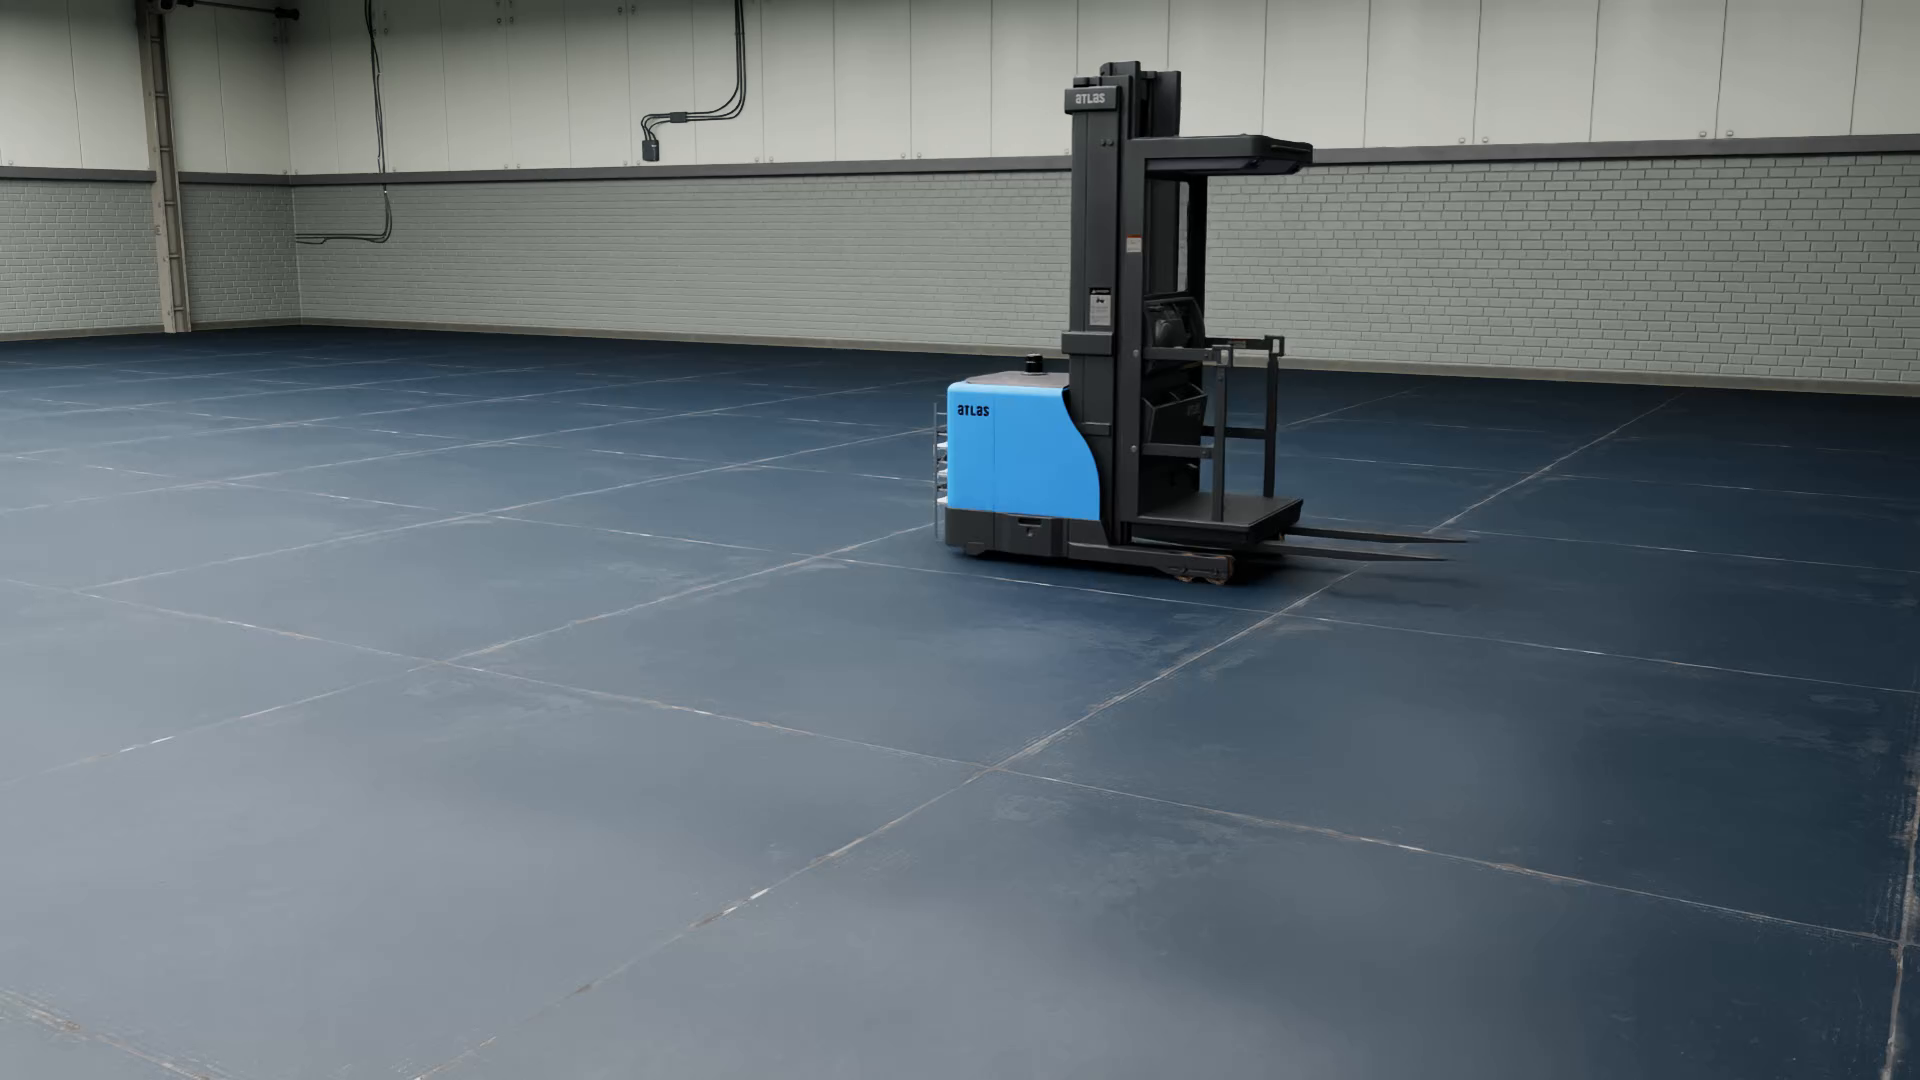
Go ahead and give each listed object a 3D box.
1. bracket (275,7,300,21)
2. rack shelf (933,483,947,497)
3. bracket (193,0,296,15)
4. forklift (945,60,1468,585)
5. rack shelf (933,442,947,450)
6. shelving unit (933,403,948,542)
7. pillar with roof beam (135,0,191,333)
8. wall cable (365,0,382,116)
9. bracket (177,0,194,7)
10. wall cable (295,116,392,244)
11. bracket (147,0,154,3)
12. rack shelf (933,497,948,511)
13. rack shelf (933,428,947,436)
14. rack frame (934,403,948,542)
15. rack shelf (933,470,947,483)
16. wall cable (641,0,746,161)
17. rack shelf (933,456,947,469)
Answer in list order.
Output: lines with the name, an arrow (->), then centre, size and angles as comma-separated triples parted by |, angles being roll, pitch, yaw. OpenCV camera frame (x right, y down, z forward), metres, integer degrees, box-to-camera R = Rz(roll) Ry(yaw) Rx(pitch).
bracket -> -13.688, -10.705, 33.811 | 0.235, 0.232, 0.430 | 6, 12, 31
rack shelf -> -0.012, -0.320, 10.804 | 0.258, 0.077, 0.200 | 6, 12, 28
bracket -> -13.994, -10.612, 33.315 | 0.076, 0.066, 3.189 | 6, 12, 31
forklift -> 1.457, -1.296, 9.826 | 3.031, 2.935, 1.130 | 5, 12, 27
rack shelf -> -0.012, -0.586, 10.755 | 0.258, 0.077, 0.200 | 6, 12, 28
shelving unit -> -0.012, -0.442, 10.782 | 0.258, 0.900, 0.210 | 6, 12, 28
pillar with roof beam -> -11.758, -8.120, 29.787 | 9.100, 9.000, 0.548 | 6, 12, 31
wall cable -> -10.465, -9.566, 32.224 | 3.097, 2.526, 0.112 | 6, 12, 31
bracket -> -14.918, -10.332, 31.820 | 0.235, 0.232, 0.430 | 6, 12, 31
wall cable -> -12.777, -7.342, 34.070 | 3.097, 2.526, 0.112 | 6, 12, 31
bracket -> -15.349, -10.201, 31.123 | 0.235, 0.232, 0.430 | 6, 12, 31
rack shelf -> -0.012, -0.232, 10.821 | 0.258, 0.077, 0.200 | 6, 12, 28
rack shelf -> -0.012, -0.674, 10.738 | 0.258, 0.077, 0.200 | 6, 12, 28
rack frame -> -0.061, -0.425, 10.694 | 0.240, 0.900, 0.006 | 6, 12, 28
rack shelf -> -0.012, -0.409, 10.788 | 0.258, 0.077, 0.200 | 6, 12, 28
wall cable -> -4.672, -9.630, 28.613 | 2.305, 6.003, 0.169 | 6, 12, 31
rack shelf -> -0.012, -0.497, 10.771 | 0.258, 0.077, 0.200 | 6, 12, 28
